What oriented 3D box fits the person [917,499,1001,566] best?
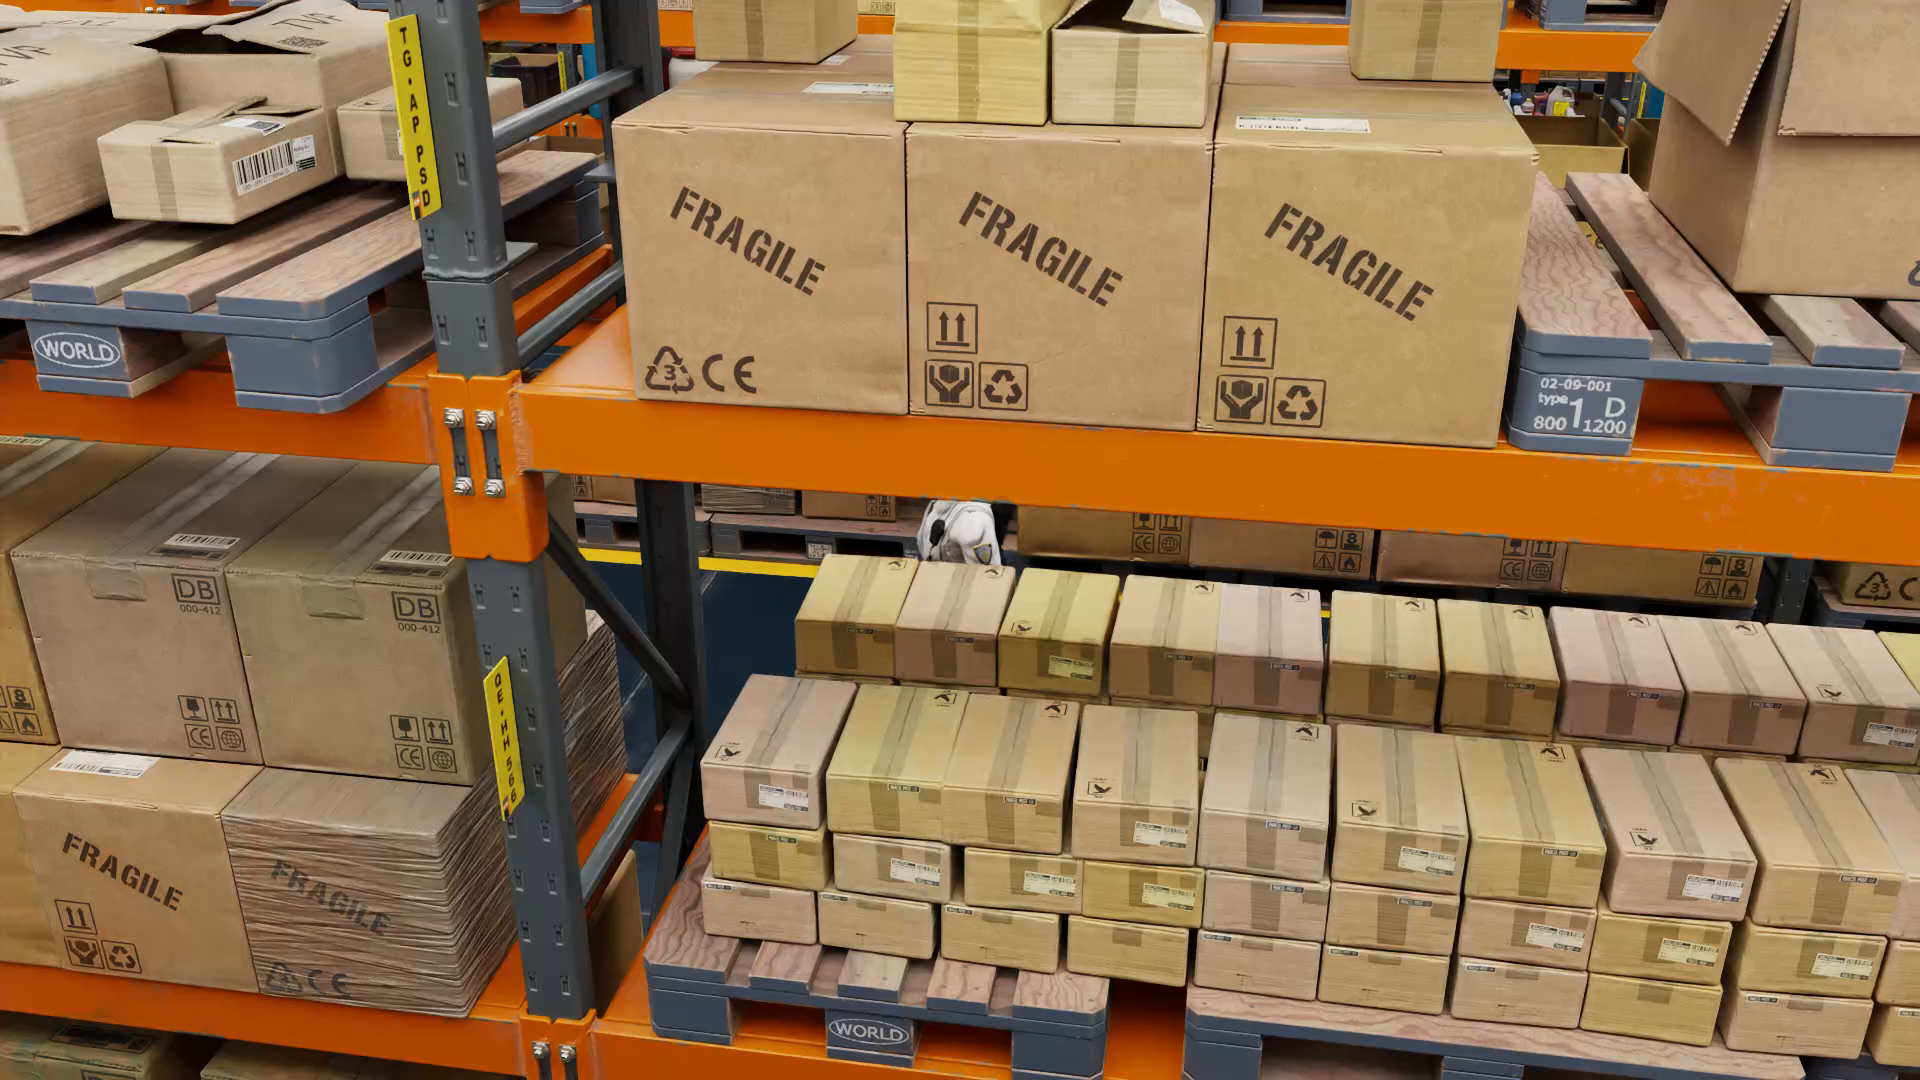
[{"bbox_3d":[0.046,0.331,6.338,0.483,1.660,0.513,-2,25,-5],"label":"person"}]
